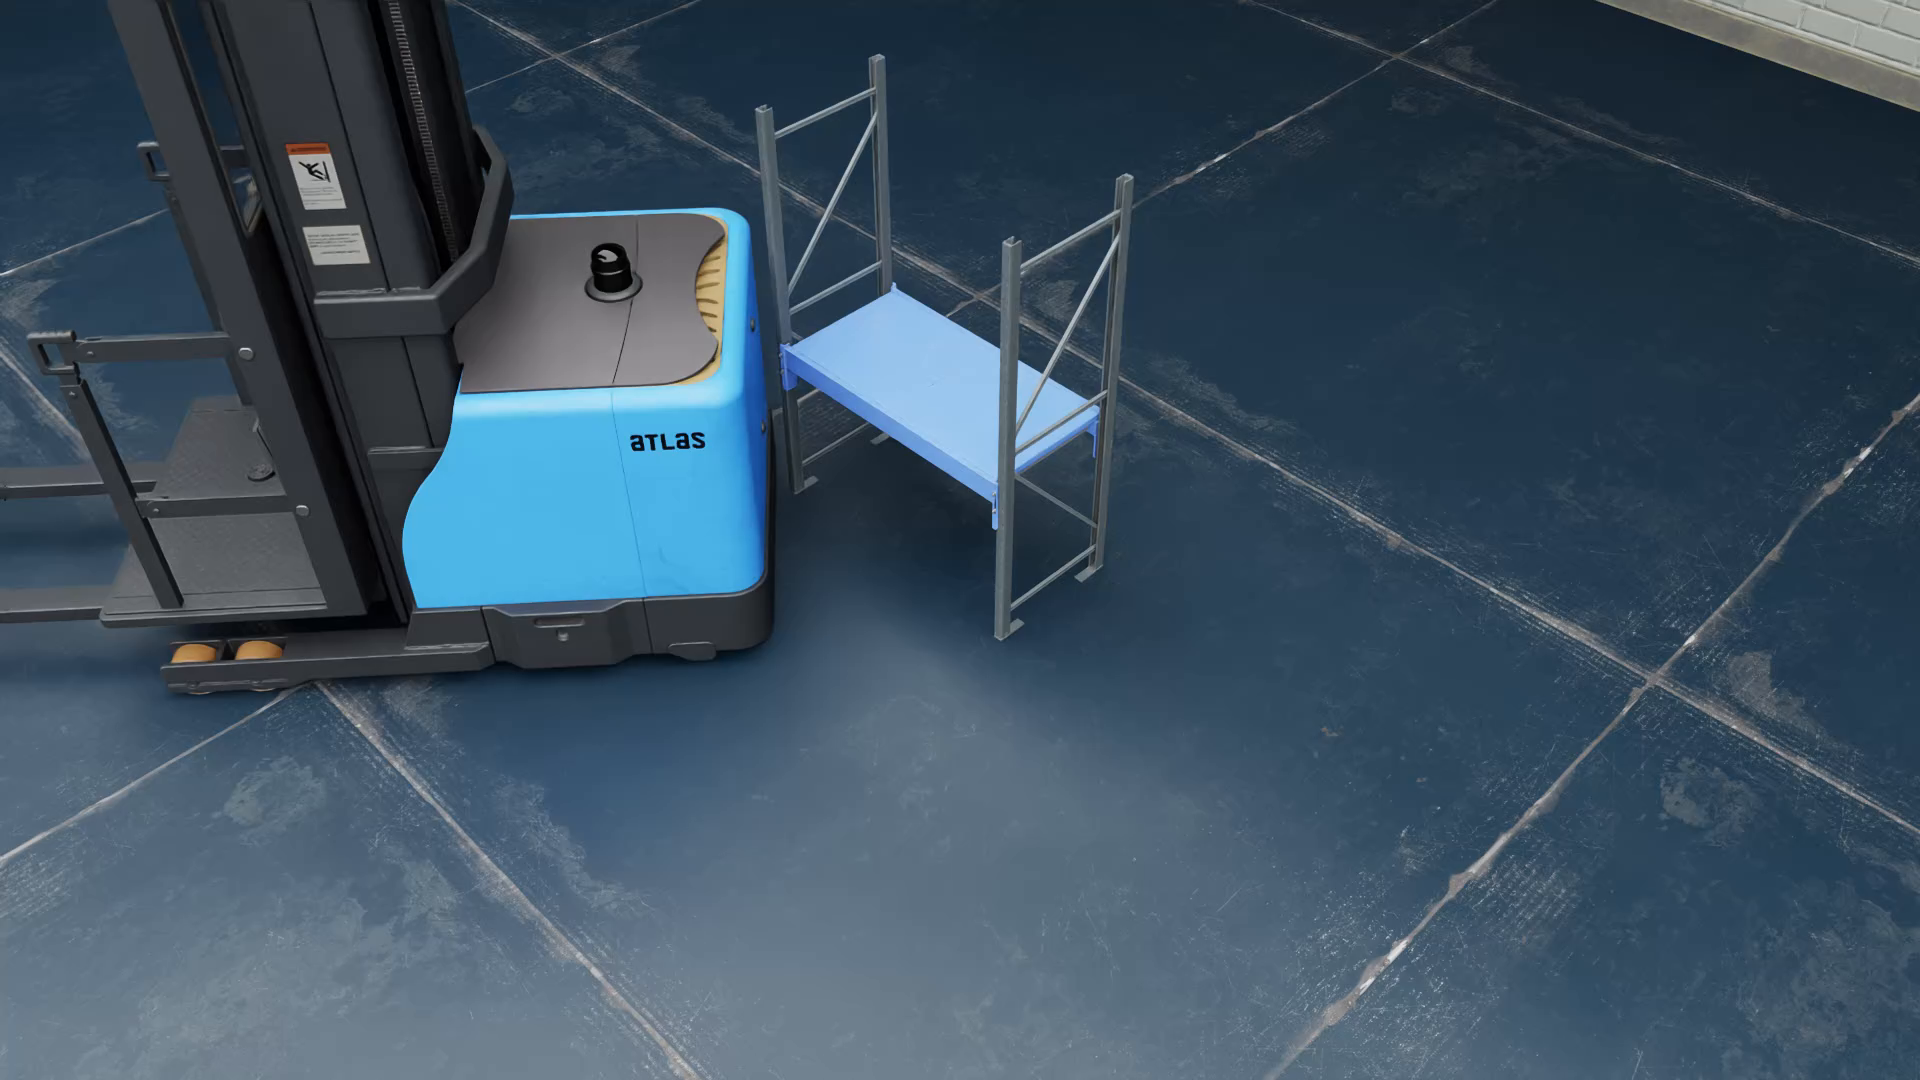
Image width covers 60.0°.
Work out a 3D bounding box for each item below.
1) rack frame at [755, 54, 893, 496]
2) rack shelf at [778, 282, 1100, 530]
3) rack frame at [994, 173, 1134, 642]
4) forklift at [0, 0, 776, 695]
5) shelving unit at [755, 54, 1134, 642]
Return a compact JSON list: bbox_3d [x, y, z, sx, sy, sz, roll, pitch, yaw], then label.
[{"bbox_3d":[-0.419,-0.836,5.550,0.500,1.500,0.032,-34,53,-31],"label":"rack frame"},{"bbox_3d":[-0.060,-0.460,5.407,0.538,0.185,1.000,-34,53,-31],"label":"rack shelf"},{"bbox_3d":[0.299,-0.348,5.021,0.500,1.500,0.032,-34,53,-31],"label":"rack frame"},{"bbox_3d":[-2.141,-0.964,4.634,3.031,2.935,1.130,-3,43,-3],"label":"forklift"},{"bbox_3d":[-0.060,-0.592,5.285,0.538,1.500,1.048,-34,53,-31],"label":"shelving unit"}]
